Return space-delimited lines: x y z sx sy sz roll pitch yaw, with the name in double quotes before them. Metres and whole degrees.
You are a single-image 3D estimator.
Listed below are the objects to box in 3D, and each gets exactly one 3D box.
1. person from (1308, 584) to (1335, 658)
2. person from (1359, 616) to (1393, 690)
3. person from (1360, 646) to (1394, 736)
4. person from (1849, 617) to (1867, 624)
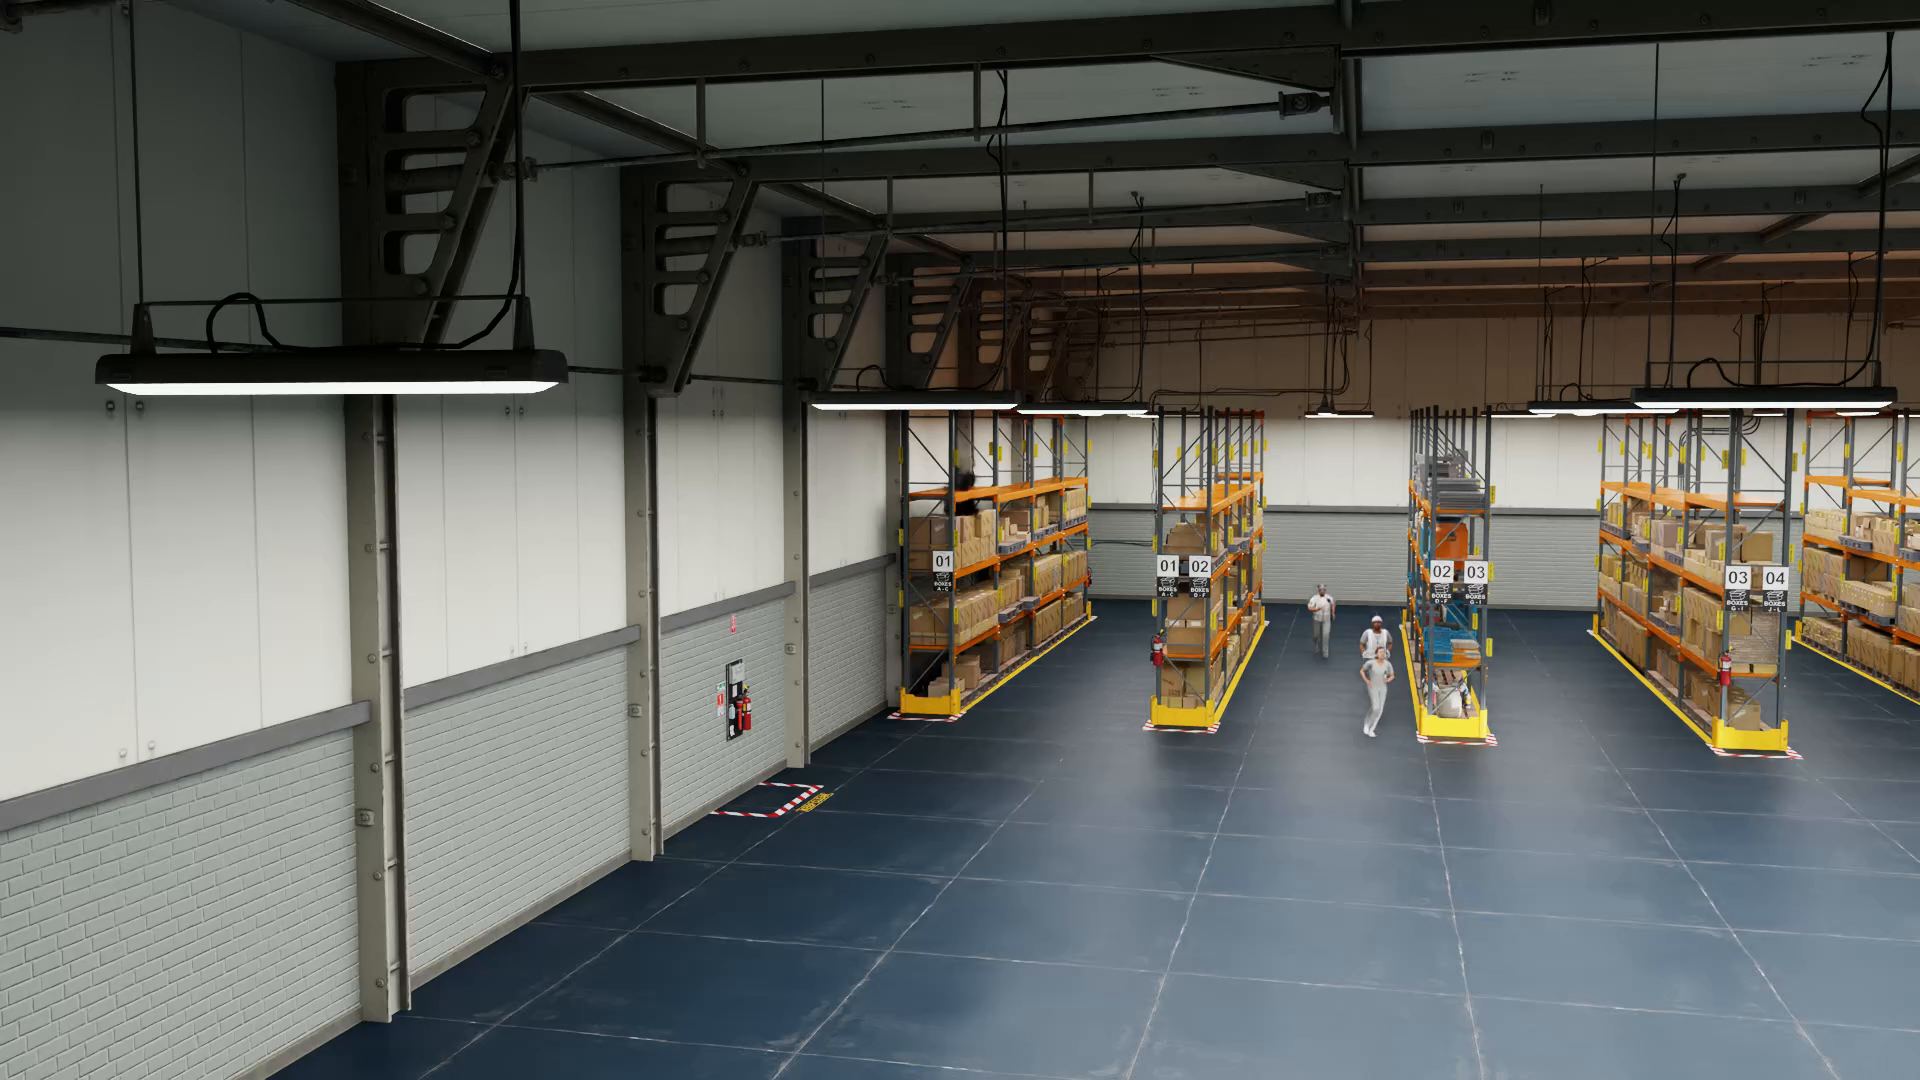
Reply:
"person" 8.773 1.928 40.311 0.667 1.760 0.983 0 4 6
"person" 8.513 2.419 33.994 0.676 1.743 0.689 0 4 6
"person" 7.606 2.775 30.171 0.577 1.600 0.529 0 4 -6
"person" 23.591 1.708 43.651 0.713 1.777 0.860 -2 4 -21
